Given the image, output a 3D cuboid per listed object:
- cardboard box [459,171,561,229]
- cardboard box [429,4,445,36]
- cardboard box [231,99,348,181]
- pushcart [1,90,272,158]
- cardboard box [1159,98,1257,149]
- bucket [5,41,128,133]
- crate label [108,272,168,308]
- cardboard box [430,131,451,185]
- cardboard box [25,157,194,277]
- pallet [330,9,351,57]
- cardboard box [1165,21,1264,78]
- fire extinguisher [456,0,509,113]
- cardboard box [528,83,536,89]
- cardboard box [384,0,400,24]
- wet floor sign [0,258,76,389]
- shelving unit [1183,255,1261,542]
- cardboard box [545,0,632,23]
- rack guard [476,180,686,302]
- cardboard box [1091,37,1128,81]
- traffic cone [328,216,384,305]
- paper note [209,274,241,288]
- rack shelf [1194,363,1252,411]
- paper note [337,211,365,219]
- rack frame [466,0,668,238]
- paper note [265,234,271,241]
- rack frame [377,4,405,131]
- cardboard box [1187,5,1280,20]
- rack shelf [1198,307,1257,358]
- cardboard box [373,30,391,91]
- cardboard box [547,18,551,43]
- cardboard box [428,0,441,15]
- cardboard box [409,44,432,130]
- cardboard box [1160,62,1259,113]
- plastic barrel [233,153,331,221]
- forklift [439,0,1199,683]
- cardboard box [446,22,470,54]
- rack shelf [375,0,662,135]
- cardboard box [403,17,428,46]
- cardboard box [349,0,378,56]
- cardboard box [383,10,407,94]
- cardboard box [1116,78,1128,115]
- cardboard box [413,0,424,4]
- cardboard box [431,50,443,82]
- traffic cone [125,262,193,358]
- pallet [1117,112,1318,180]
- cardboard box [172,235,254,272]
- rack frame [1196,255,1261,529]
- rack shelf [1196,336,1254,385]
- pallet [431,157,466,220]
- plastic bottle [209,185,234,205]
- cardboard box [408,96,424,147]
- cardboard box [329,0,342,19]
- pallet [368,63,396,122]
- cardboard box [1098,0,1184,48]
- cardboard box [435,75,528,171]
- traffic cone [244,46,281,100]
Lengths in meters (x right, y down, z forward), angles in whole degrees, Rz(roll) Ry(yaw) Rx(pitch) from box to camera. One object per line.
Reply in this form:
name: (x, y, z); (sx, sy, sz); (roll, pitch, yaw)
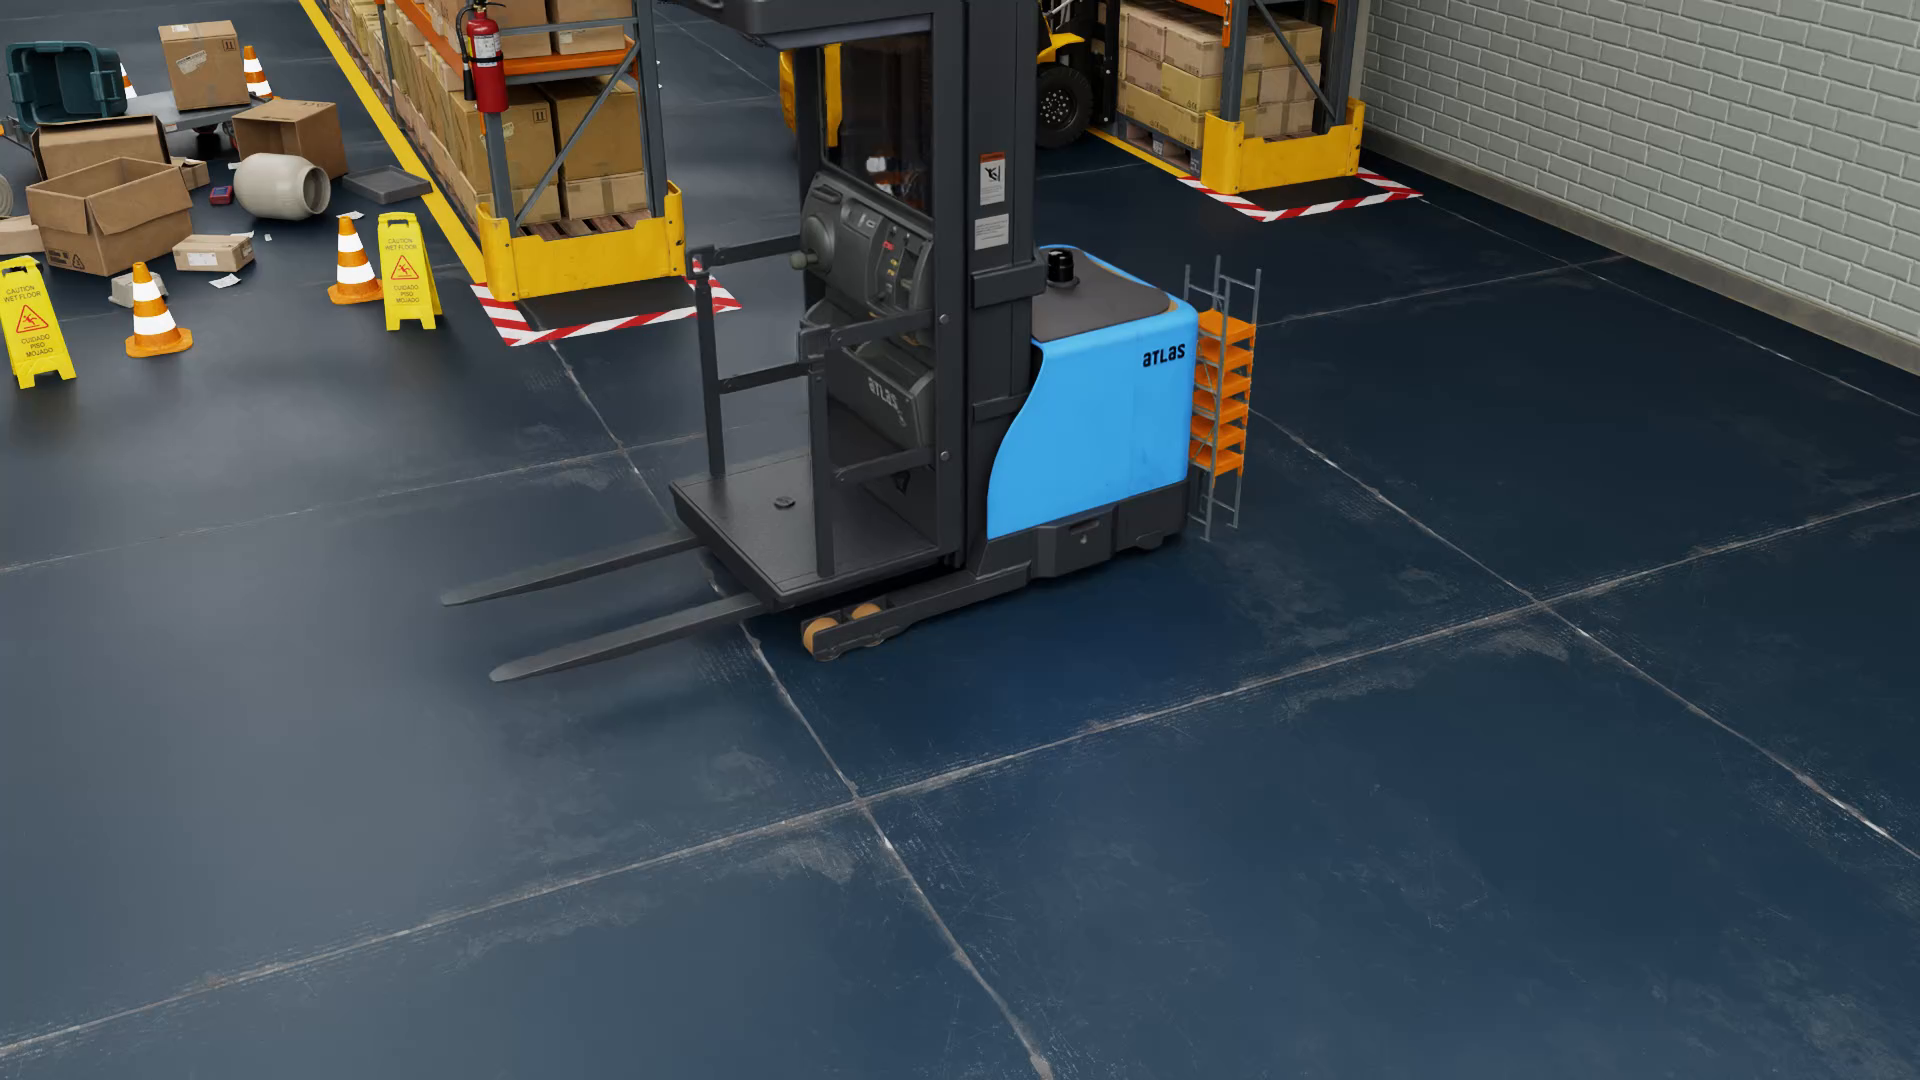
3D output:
cardboard box: (-2.814, -2.151, 10.401); (0.500, 0.250, 0.500); (-13, 32, -22)
cardboard box: (-3.005, -3.181, 10.112); (0.380, 0.149, 0.250); (-13, 32, -21)
cardboard box: (-4.700, -2.775, 11.685); (0.500, 0.500, 0.500); (7, 30, 13)
pushcart: (-5.969, -2.979, 12.176); (0.936, 0.377, 1.648); (26, 38, 38)
cardboard box: (1.781, -3.025, 11.960); (0.500, 0.250, 0.500); (-13, 32, -22)
bucket: (-6.218, -3.198, 11.679); (0.726, 0.611, 0.620); (-3, 19, -5)
crate label: (-4.814, -1.478, 9.745); (0.298, 0.136, 0.250); (19, 34, 30)
cardboard box: (-3.249, -2.601, 11.204); (0.500, 0.250, 0.500); (-14, 32, -24)
cardboard box: (-5.254, -2.012, 10.323); (0.637, 0.503, 0.797); (13, 32, 21)
pallet: (-5.314, -4.828, 15.645); (1.003, 0.211, 1.213); (-13, 32, -22)
cardboard box: (1.788, -3.458, 11.709); (0.500, 0.250, 0.500); (-12, 31, -20)
fire extinguisher: (-2.581, -2.675, 9.033); (0.296, 0.674, 0.183); (-13, 32, -22)
cardboard box: (-2.549, -2.822, 10.831); (0.500, 0.500, 0.500); (-14, 32, -24)
cardboard box: (-3.922, -3.832, 11.969); (0.380, 0.149, 0.250); (-13, 32, -21)
wet floor sign: (-4.840, -1.148, 8.638); (0.267, 0.644, 0.232); (-19, 35, -30)
shelving unit: (1.074, -0.589, 7.074); (0.189, 1.200, 0.258); (-22, 36, -34)
cardboard box: (-2.167, -3.297, 9.656); (0.500, 0.500, 0.500); (-14, 32, -23)
rack guard: (-2.246, -1.799, 9.948); (1.175, 0.500, 0.348); (-13, 32, -22)
cardboard box: (1.330, -3.699, 12.650); (0.500, 0.250, 0.500); (-14, 32, -23)
traffic cone: (-3.564, -1.669, 9.753); (0.336, 0.463, 0.334); (-13, 32, -22)
paper note: (-4.417, -1.561, 10.002); (0.142, 0.019, 0.148); (26, 38, 38)
rack shelf: (1.074, -0.655, 7.037); (0.180, 0.103, 0.258); (-22, 36, -34)
paper note: (-4.059, -2.167, 11.083); (0.148, 0.019, 0.142); (26, 38, 38)
rack frame: (-2.214, -2.856, 9.277); (1.000, 3.000, 0.127); (-13, 32, -22)
paper note: (-4.461, -1.950, 10.718); (0.032, 0.001, 0.123); (-13, 32, -22)
rack frame: (-3.931, -4.623, 12.428); (1.000, 3.000, 0.127); (-13, 32, -22)
cardboard box: (2.014, -3.792, 12.305); (0.500, 0.250, 0.500); (-13, 32, -22)
rack shelf: (1.074, -0.864, 6.920); (0.180, 0.103, 0.258); (-22, 36, -34)
cardboard box: (-4.158, -3.891, 13.380); (0.950, 0.372, 0.625); (-13, 32, -21)
cardboard box: (-2.294, -3.049, 9.877); (0.380, 0.149, 0.250); (-13, 32, -21)
cardboard box: (-2.906, -3.434, 9.900); (0.500, 0.500, 0.500); (-13, 32, -22)
cardboard box: (-3.460, -3.153, 11.422); (0.500, 0.500, 0.500); (-11, 31, -19)
cardboard box: (1.776, -3.251, 11.852); (0.500, 0.250, 0.500); (-14, 32, -23)
plastic barrel: (-4.468, -2.327, 10.967); (0.512, 0.421, 0.421); (7, 30, 13)
forklift: (-0.539, -1.106, 6.225); (3.031, 2.935, 1.130); (-17, 33, -27)
cardboard box: (-2.777, -2.955, 9.711); (0.380, 0.149, 0.250); (-13, 32, -23)
rack shelf: (-3.072, -3.426, 11.028); (1.077, 0.370, 4.000); (-13, 32, -22)
cardboard box: (-3.582, -3.487, 11.353); (0.380, 0.149, 0.250); (-11, 31, -19)
cardboard box: (-4.770, -4.515, 14.492); (0.950, 0.372, 0.625); (-12, 31, -20)
cardboard box: (-3.922, -3.617, 12.248); (0.500, 0.500, 0.500); (-12, 31, -20)
cardboard box: (1.369, -3.470, 12.753); (0.500, 0.250, 0.500); (-13, 32, -21)
cardboard box: (-3.411, -3.635, 10.922); (0.380, 0.149, 0.250); (-13, 32, -22)
cardboard box: (-3.117, -3.009, 10.501); (0.380, 0.149, 0.250); (-13, 32, -21)
traffic cone: (-4.420, -1.285, 9.069); (0.336, 0.463, 0.334); (-13, 32, -22)
pallet: (1.901, -3.013, 12.407); (1.003, 0.211, 1.213); (-13, 32, -22)
cardboard box: (-4.601, -1.767, 10.249); (0.380, 0.149, 0.250); (2, 29, 4)
rack frame: (1.145, -0.618, 7.125); (0.006, 1.200, 0.240); (-22, 36, -34)
rack shelf: (1.074, -0.760, 6.978); (0.180, 0.103, 0.258); (-22, 36, -34)
pallet: (-3.083, -2.578, 11.631); (1.003, 0.211, 1.213); (-13, 32, -22)
plastic bottle: (-5.071, -2.378, 11.427); (0.133, 0.061, 0.283); (-8, 30, -13)
cardboard box: (-3.682, -3.056, 12.015); (0.500, 0.250, 0.500); (-11, 31, -19)
cardboard box: (-5.415, -5.175, 15.670); (0.950, 0.372, 0.625); (-15, 33, -25)
pallet: (-4.267, -3.750, 13.722); (1.003, 0.211, 1.213); (-13, 32, -22)
cardboard box: (1.338, -3.903, 12.503); (0.500, 0.250, 0.500); (-13, 32, -21)
cardboard box: (-3.020, -2.696, 10.606); (0.500, 0.500, 0.500); (-12, 31, -20)
traffic cone: (-5.728, -3.770, 13.501); (0.336, 0.463, 0.334); (-13, 32, -22)
